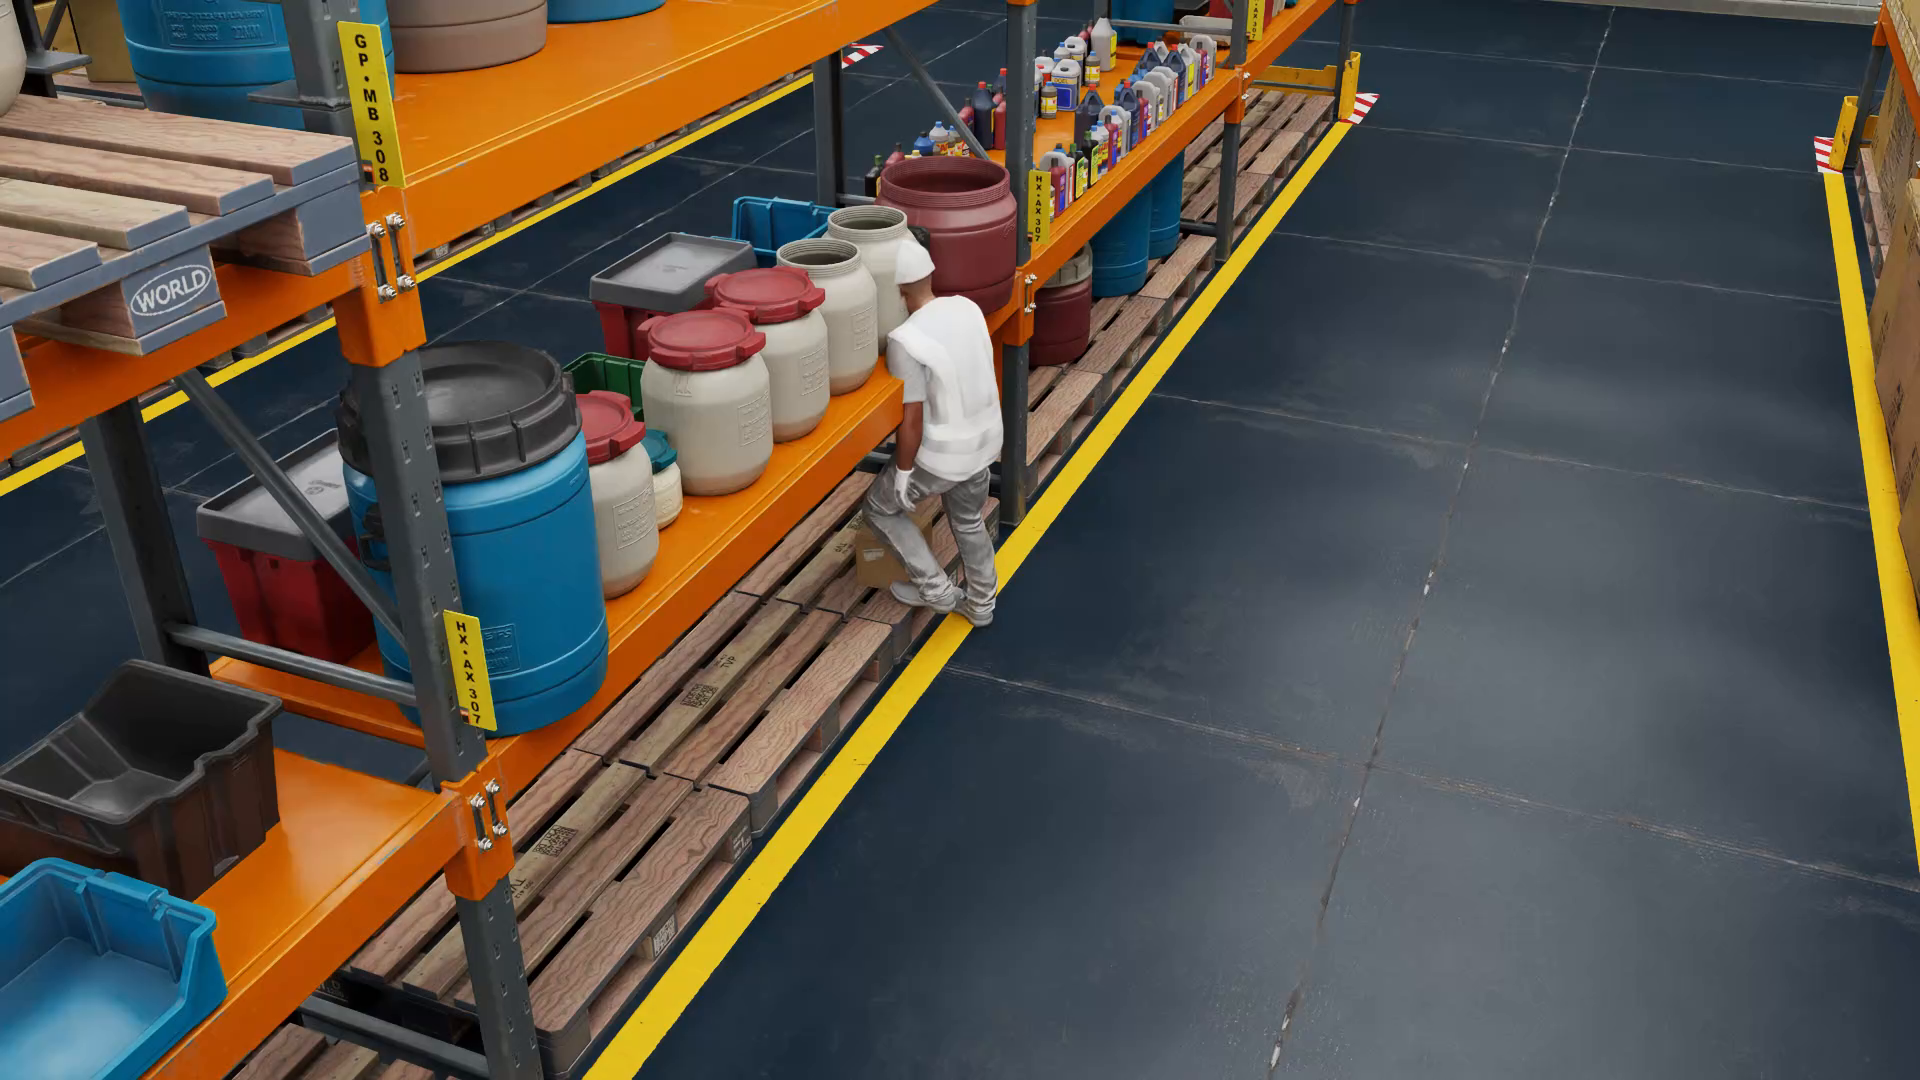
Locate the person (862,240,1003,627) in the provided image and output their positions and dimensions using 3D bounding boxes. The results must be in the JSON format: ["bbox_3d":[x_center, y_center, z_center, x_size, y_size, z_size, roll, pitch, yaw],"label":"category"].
[{"bbox_3d":[-0.108,-0.370,6.801,0.541,1.746,0.633,20,35,32],"label":"person"}]
